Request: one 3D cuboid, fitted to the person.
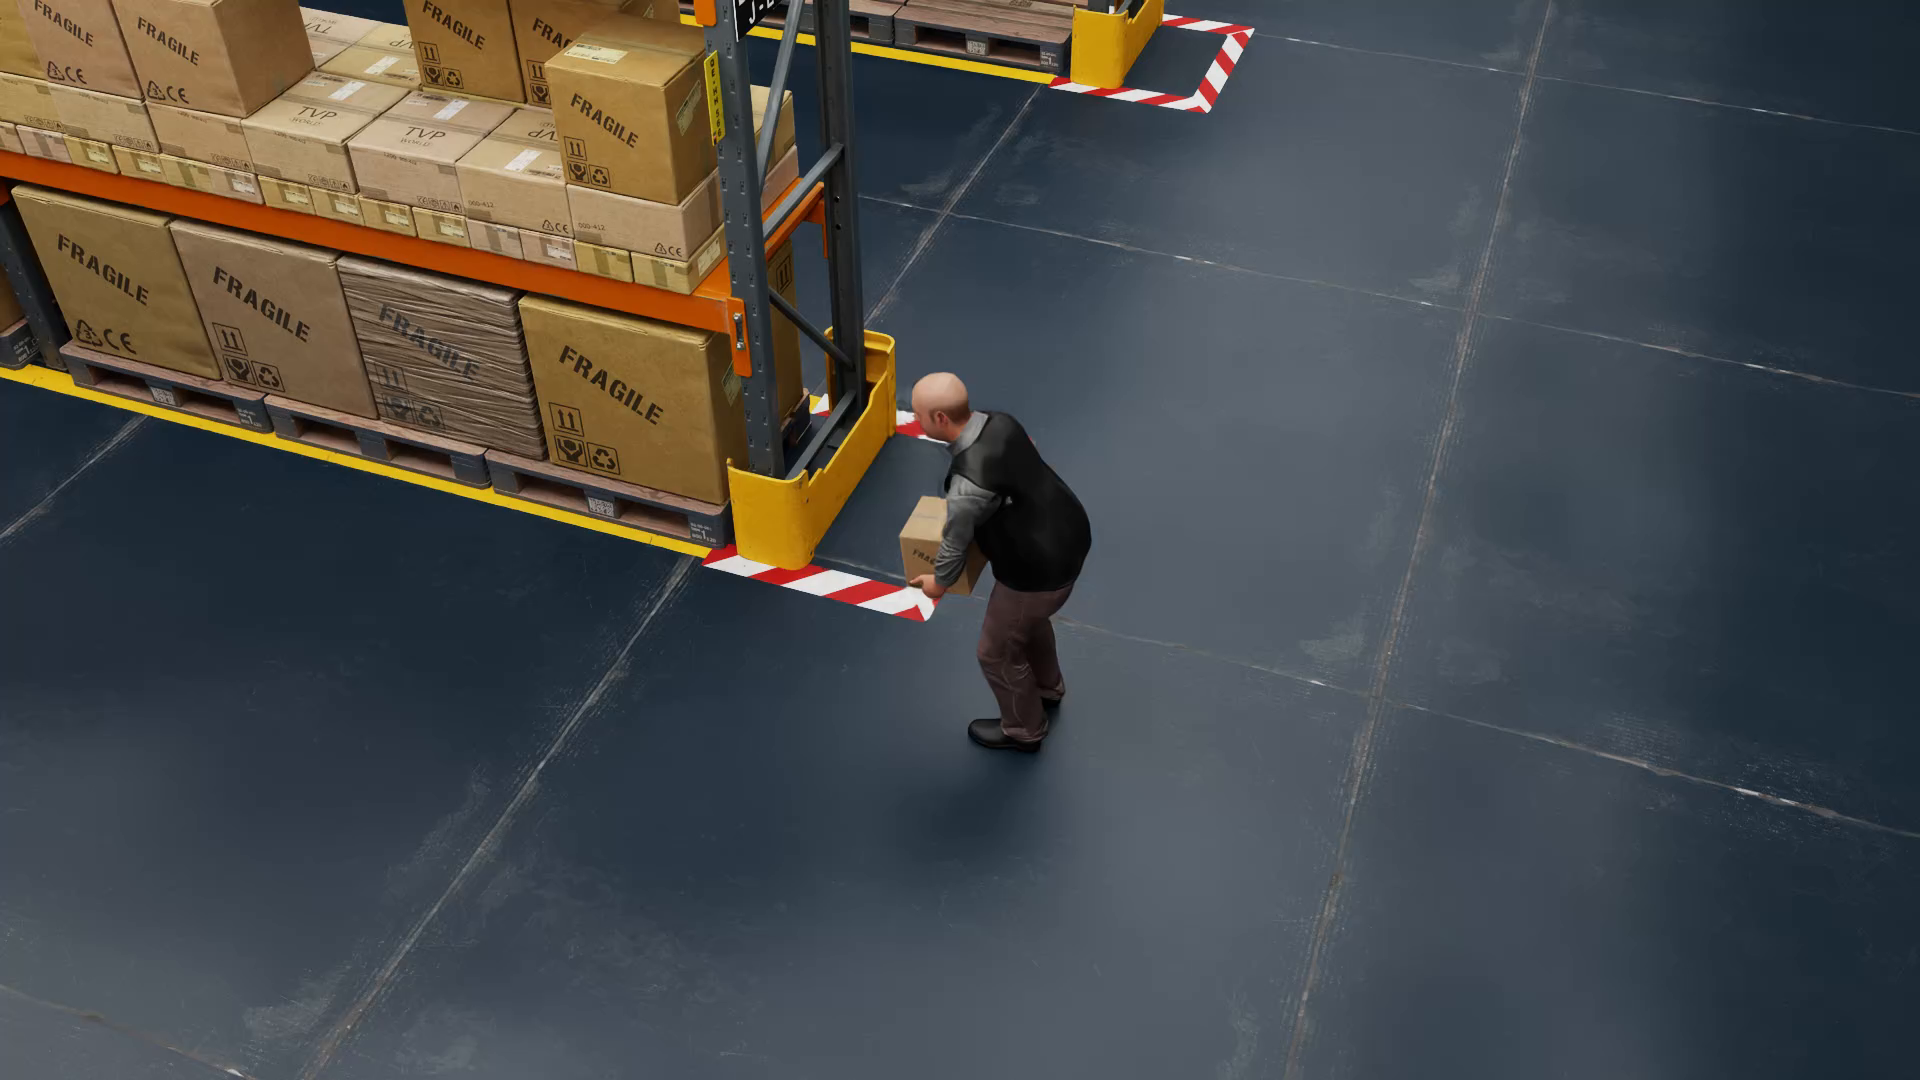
[{"bbox_3d":[0.144,0.093,6.157,0.646,1.615,0.475,13,43,14],"label":"person"}]
